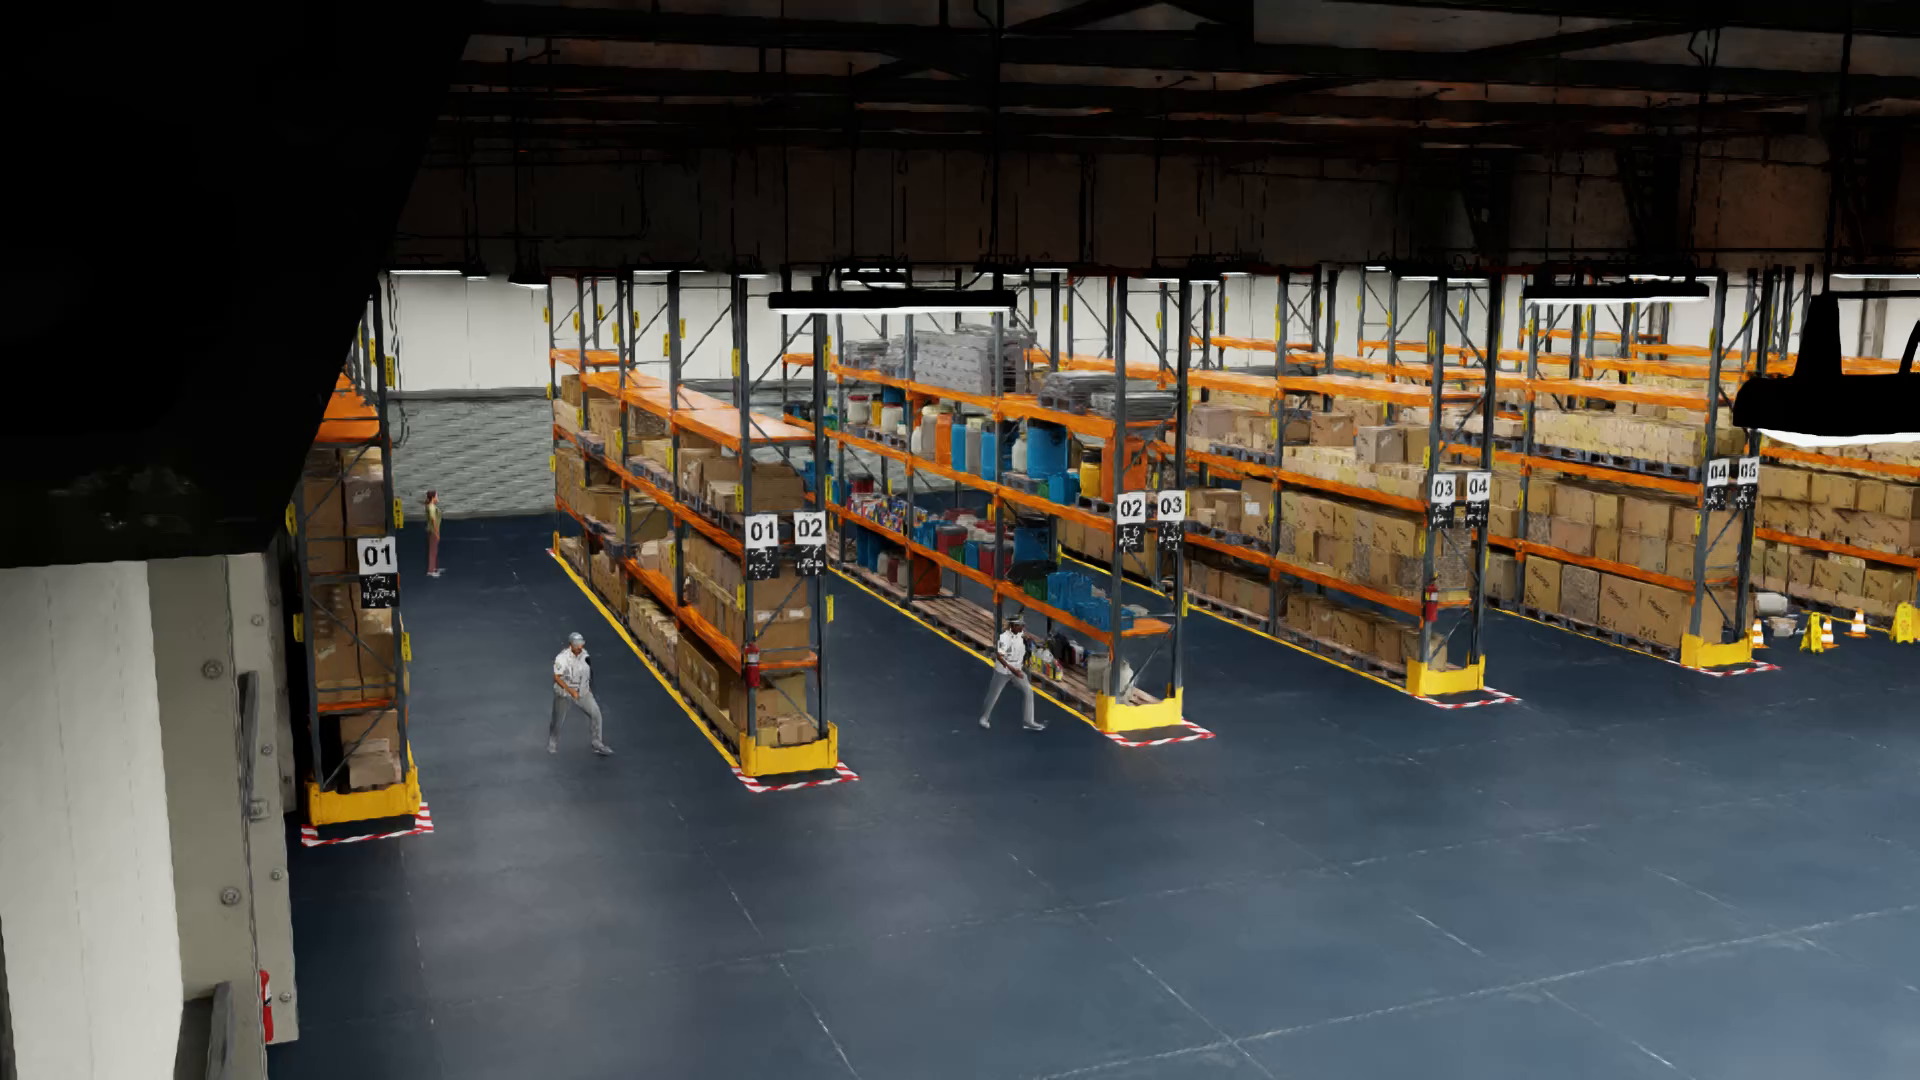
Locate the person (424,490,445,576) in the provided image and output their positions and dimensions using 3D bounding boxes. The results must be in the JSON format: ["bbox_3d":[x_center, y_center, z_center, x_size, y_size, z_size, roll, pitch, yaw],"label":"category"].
[{"bbox_3d":[-10.304,-0.156,32.599,0.381,1.680,0.595,-5,11,-26],"label":"person"}]

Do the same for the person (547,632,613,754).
[{"bbox_3d":[-4.879,1.913,21.033,0.653,1.595,0.809,-8,13,-39],"label":"person"}]

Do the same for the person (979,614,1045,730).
[{"bbox_3d":[0.660,1.725,22.088,0.621,1.602,0.827,-8,13,-38],"label":"person"}]
